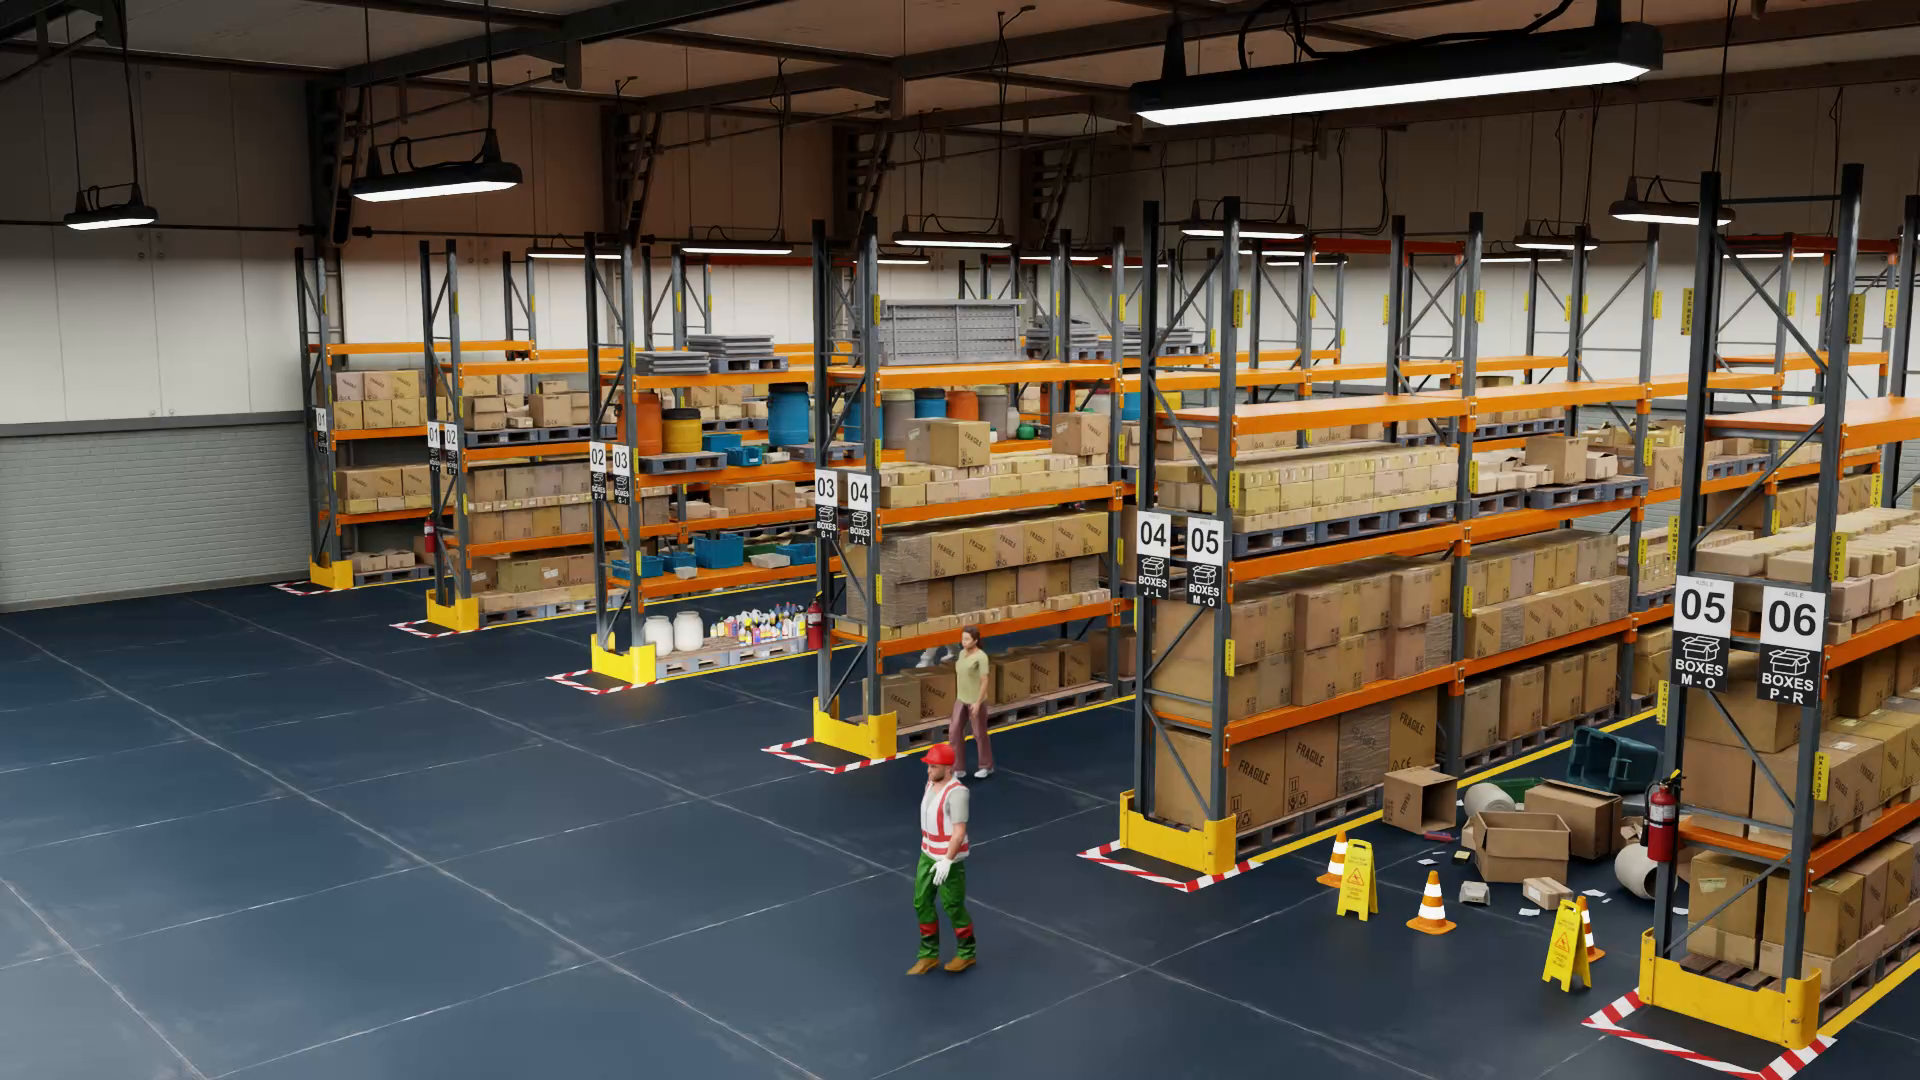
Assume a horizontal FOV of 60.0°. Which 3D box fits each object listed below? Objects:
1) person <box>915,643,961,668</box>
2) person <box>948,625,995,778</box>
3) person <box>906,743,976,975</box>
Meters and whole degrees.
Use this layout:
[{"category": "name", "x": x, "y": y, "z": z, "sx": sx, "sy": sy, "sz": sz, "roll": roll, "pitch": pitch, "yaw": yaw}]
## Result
[{"category": "person", "x": -0.339, "y": 0.887, "z": 23.193, "sx": 0.995, "sy": 1.740, "sz": 0.629, "roll": -6, "pitch": 10, "yaw": -36}, {"category": "person", "x": 0.101, "y": 1.754, "z": 17.794, "sx": 0.619, "sy": 1.703, "sz": 0.499, "roll": -8, "pitch": 11, "yaw": -42}, {"category": "person", "x": -0.144, "y": 2.453, "z": 12.720, "sx": 0.535, "sy": 1.842, "sz": 0.597, "roll": -5, "pitch": 10, "yaw": -31}]
